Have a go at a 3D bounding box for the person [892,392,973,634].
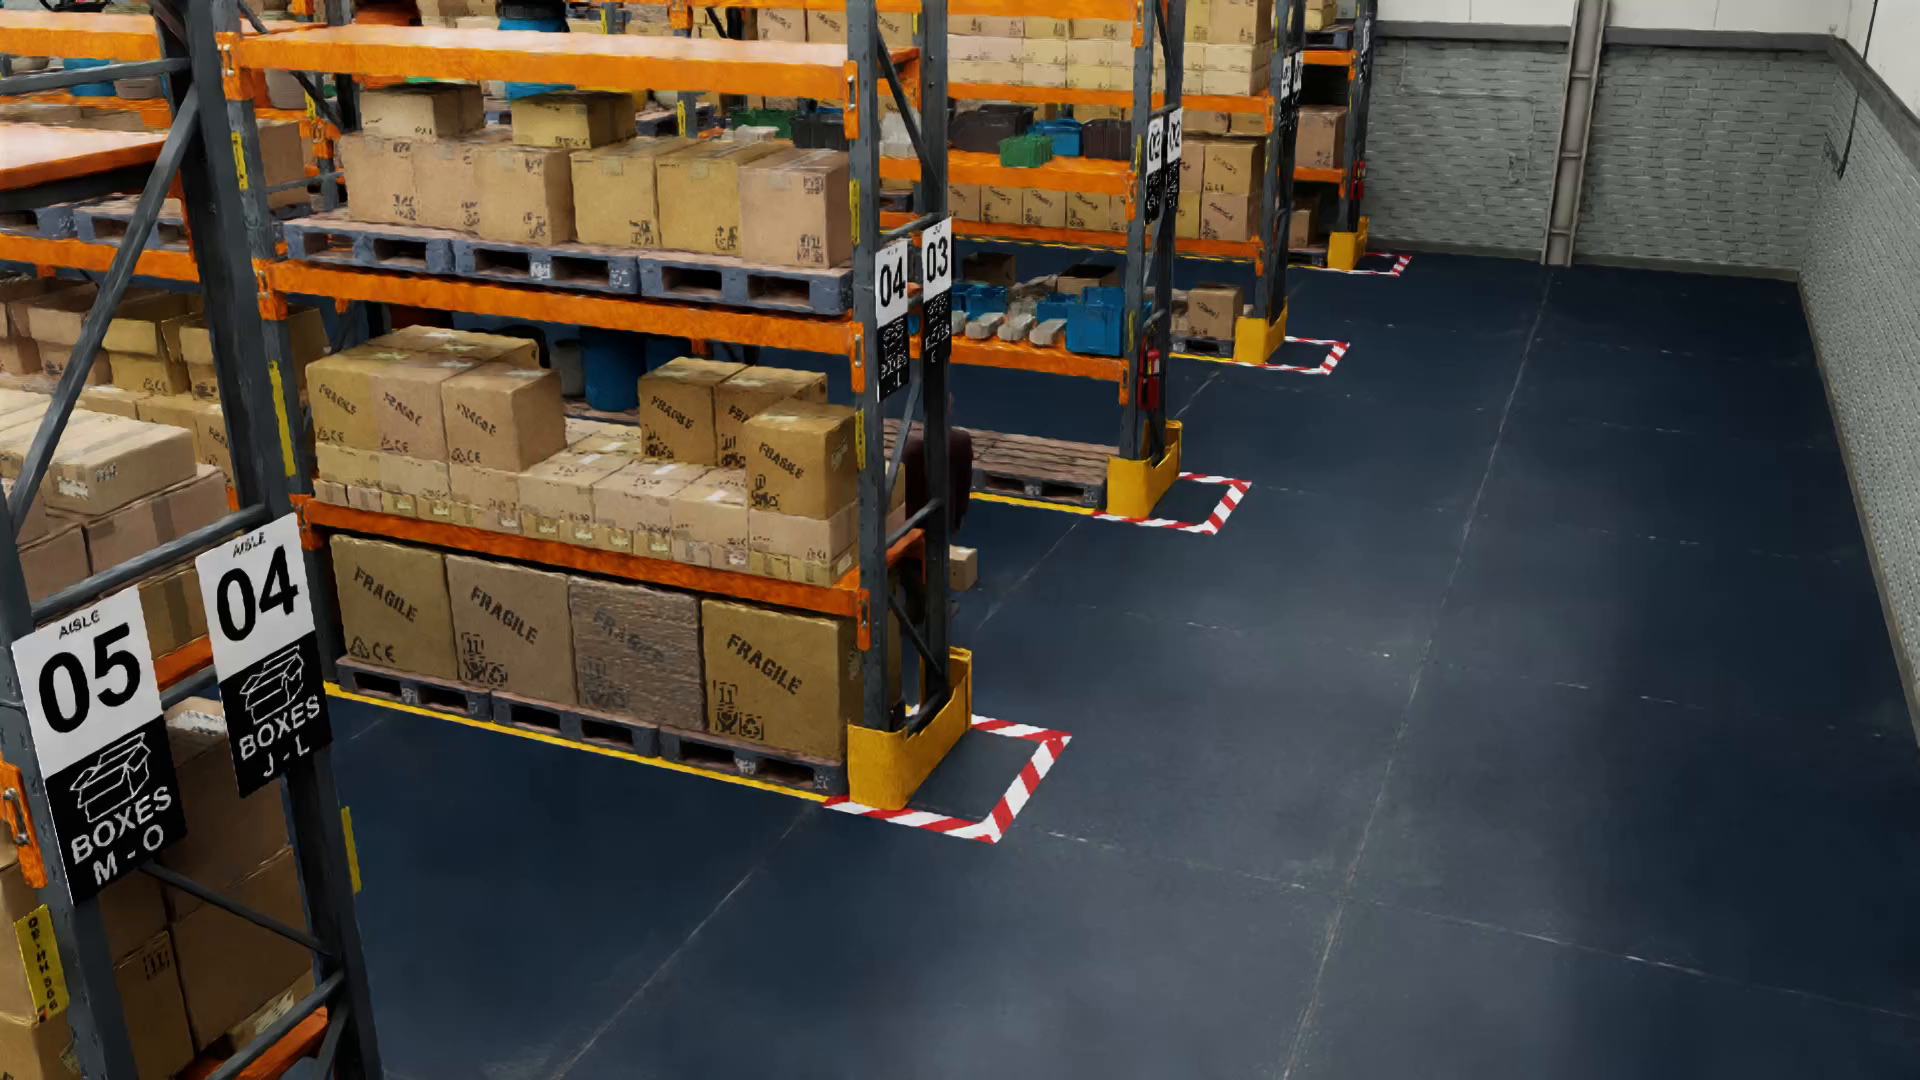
[{"bbox_3d":[-0.231,-0.118,11.393,0.648,1.636,0.716,-17,28,-36],"label":"person"}]
